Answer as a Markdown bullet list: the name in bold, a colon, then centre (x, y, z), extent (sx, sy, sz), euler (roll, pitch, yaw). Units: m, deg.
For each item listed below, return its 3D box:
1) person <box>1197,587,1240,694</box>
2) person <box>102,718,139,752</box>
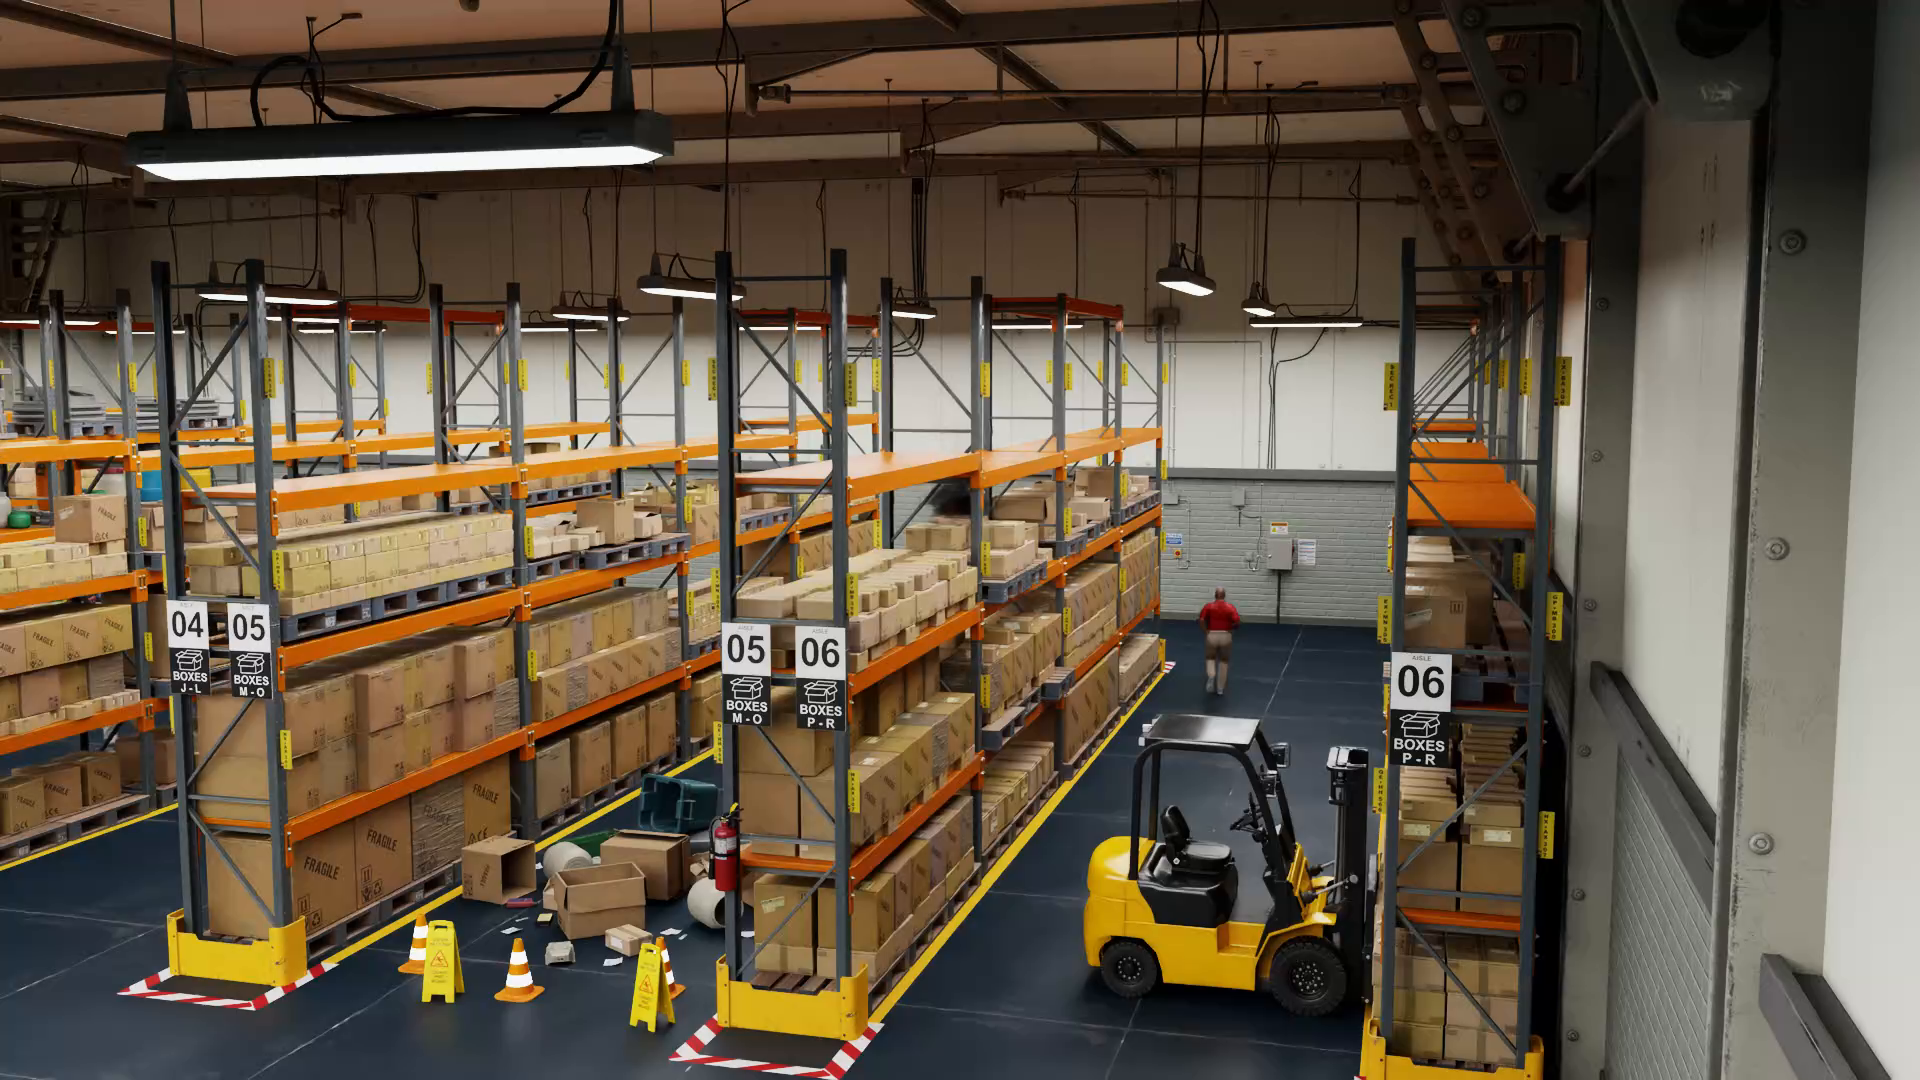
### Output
- **person**: centre (4.060, 1.564, 26.116), extent (0.653, 1.677, 0.606), euler (1, 6, 9)
- **person**: centre (-10.766, 1.989, 21.392), extent (0.654, 1.814, 0.938), euler (1, 6, 10)
